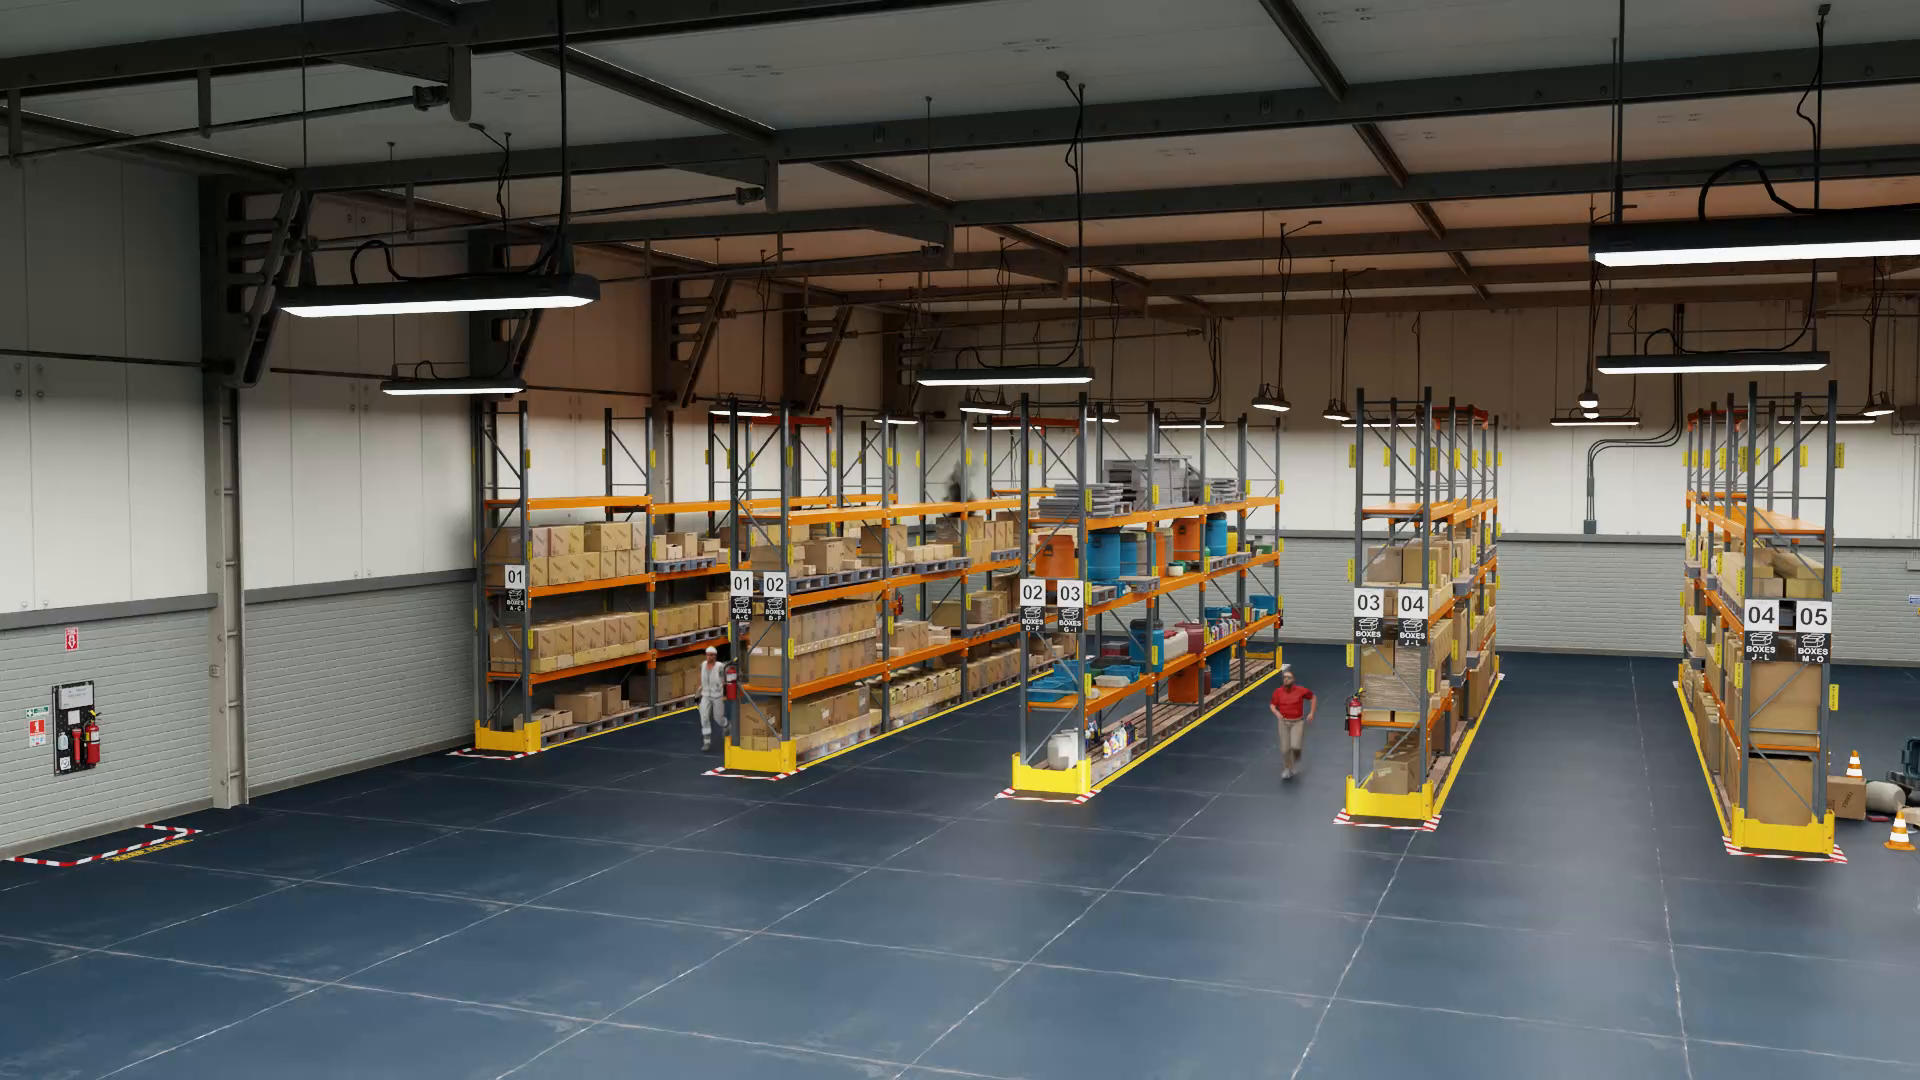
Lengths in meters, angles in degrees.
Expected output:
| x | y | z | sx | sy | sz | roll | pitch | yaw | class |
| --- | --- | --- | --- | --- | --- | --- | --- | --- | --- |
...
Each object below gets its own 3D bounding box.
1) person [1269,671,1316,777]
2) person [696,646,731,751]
| x | y | z | sx | sy | sz | roll | pitch | yaw | class |
| --- | --- | --- | --- | --- | --- | --- | --- | --- | --- |
| 5.172 | 2.890 | 25.952 | 0.687 | 1.677 | 0.769 | 1 | 3 | 22 | person |
| -4.258 | 2.714 | 28.809 | 0.631 | 1.774 | 0.962 | 1 | 3 | 14 | person |
